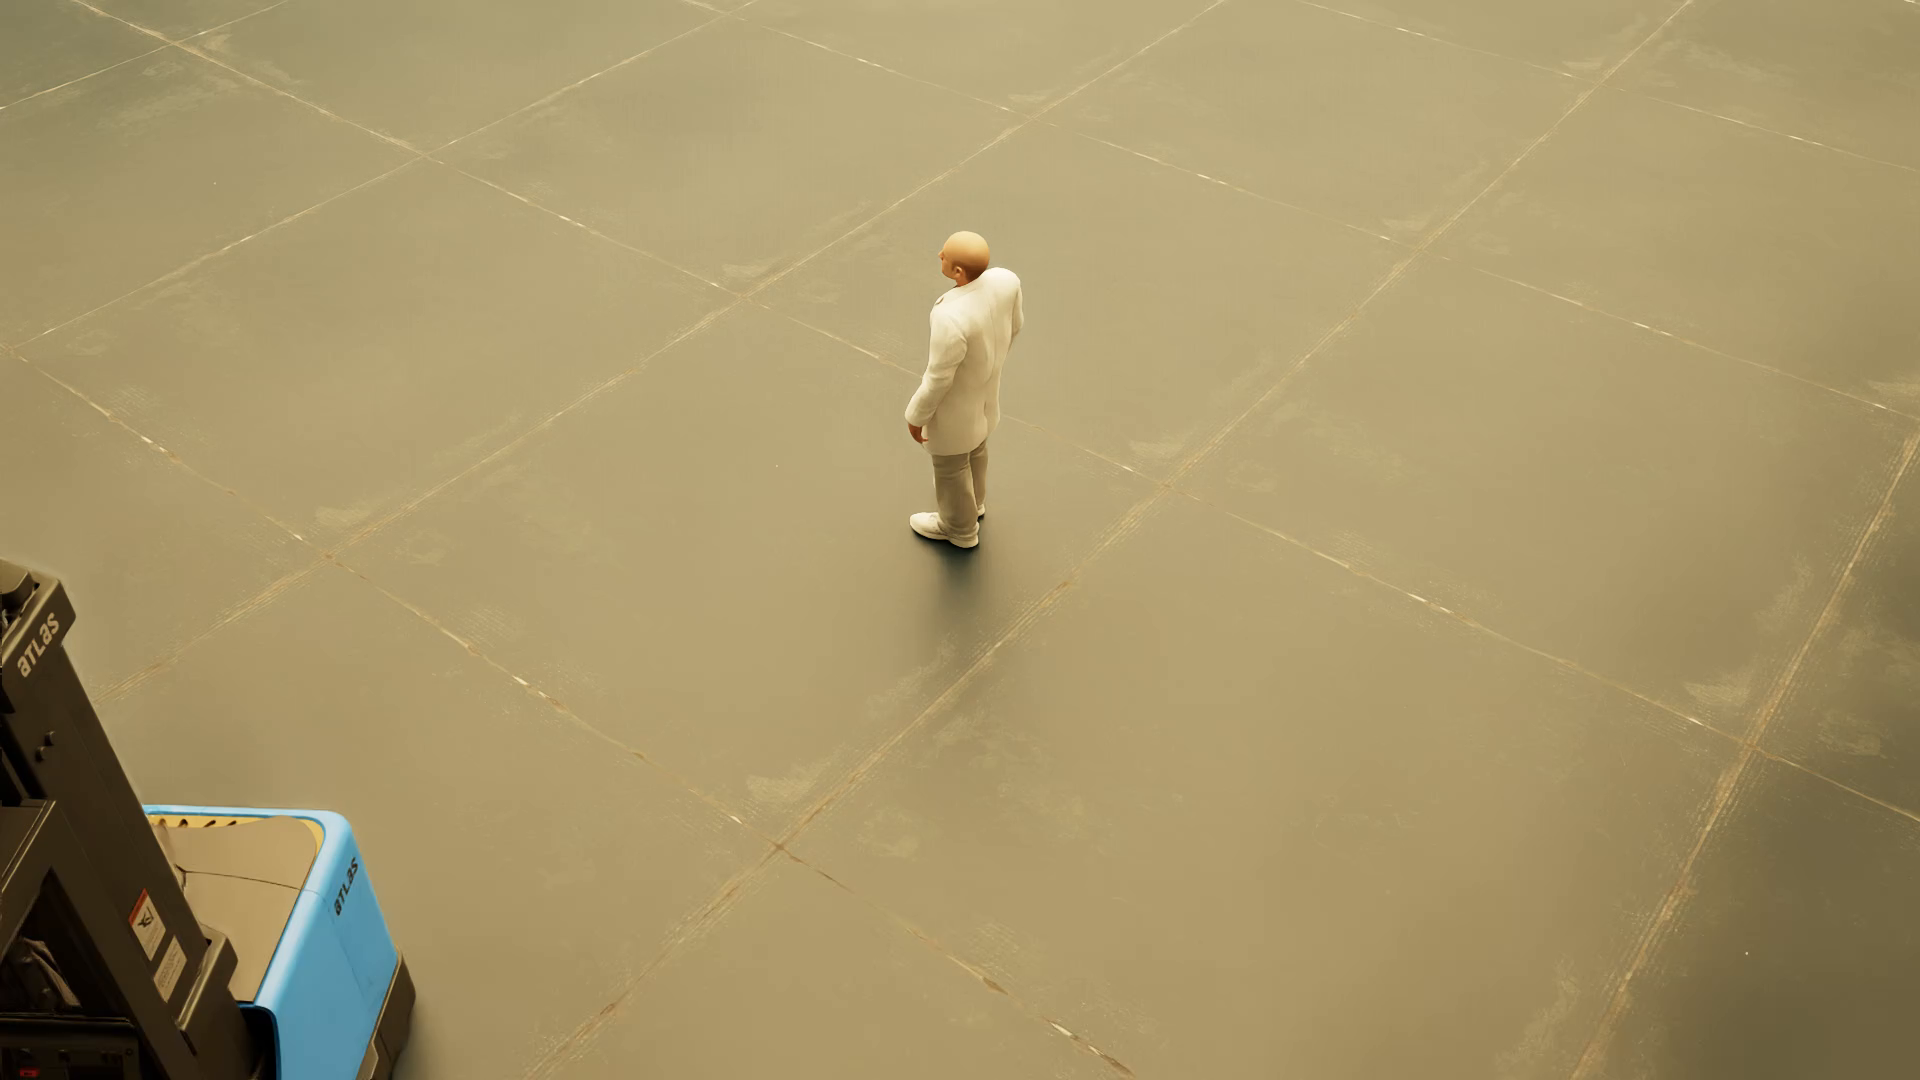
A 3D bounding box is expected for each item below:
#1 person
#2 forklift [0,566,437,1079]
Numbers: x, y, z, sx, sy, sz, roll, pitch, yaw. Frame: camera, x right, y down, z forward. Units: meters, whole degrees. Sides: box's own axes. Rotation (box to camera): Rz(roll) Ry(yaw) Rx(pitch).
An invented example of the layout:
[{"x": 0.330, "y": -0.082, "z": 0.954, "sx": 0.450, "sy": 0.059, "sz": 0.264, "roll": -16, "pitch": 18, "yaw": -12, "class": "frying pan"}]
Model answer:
[{"x": -0.069, "y": -0.720, "z": 7.796, "sx": 0.581, "sy": 1.776, "sz": 0.696, "roll": 26, "pitch": 47, "yaw": 28, "class": "person"}, {"x": -2.699, "y": 1.553, "z": 4.253, "sx": 1.130, "sy": 2.935, "sz": 3.031, "roll": 6, "pitch": 41, "yaw": 8, "class": "forklift"}]
